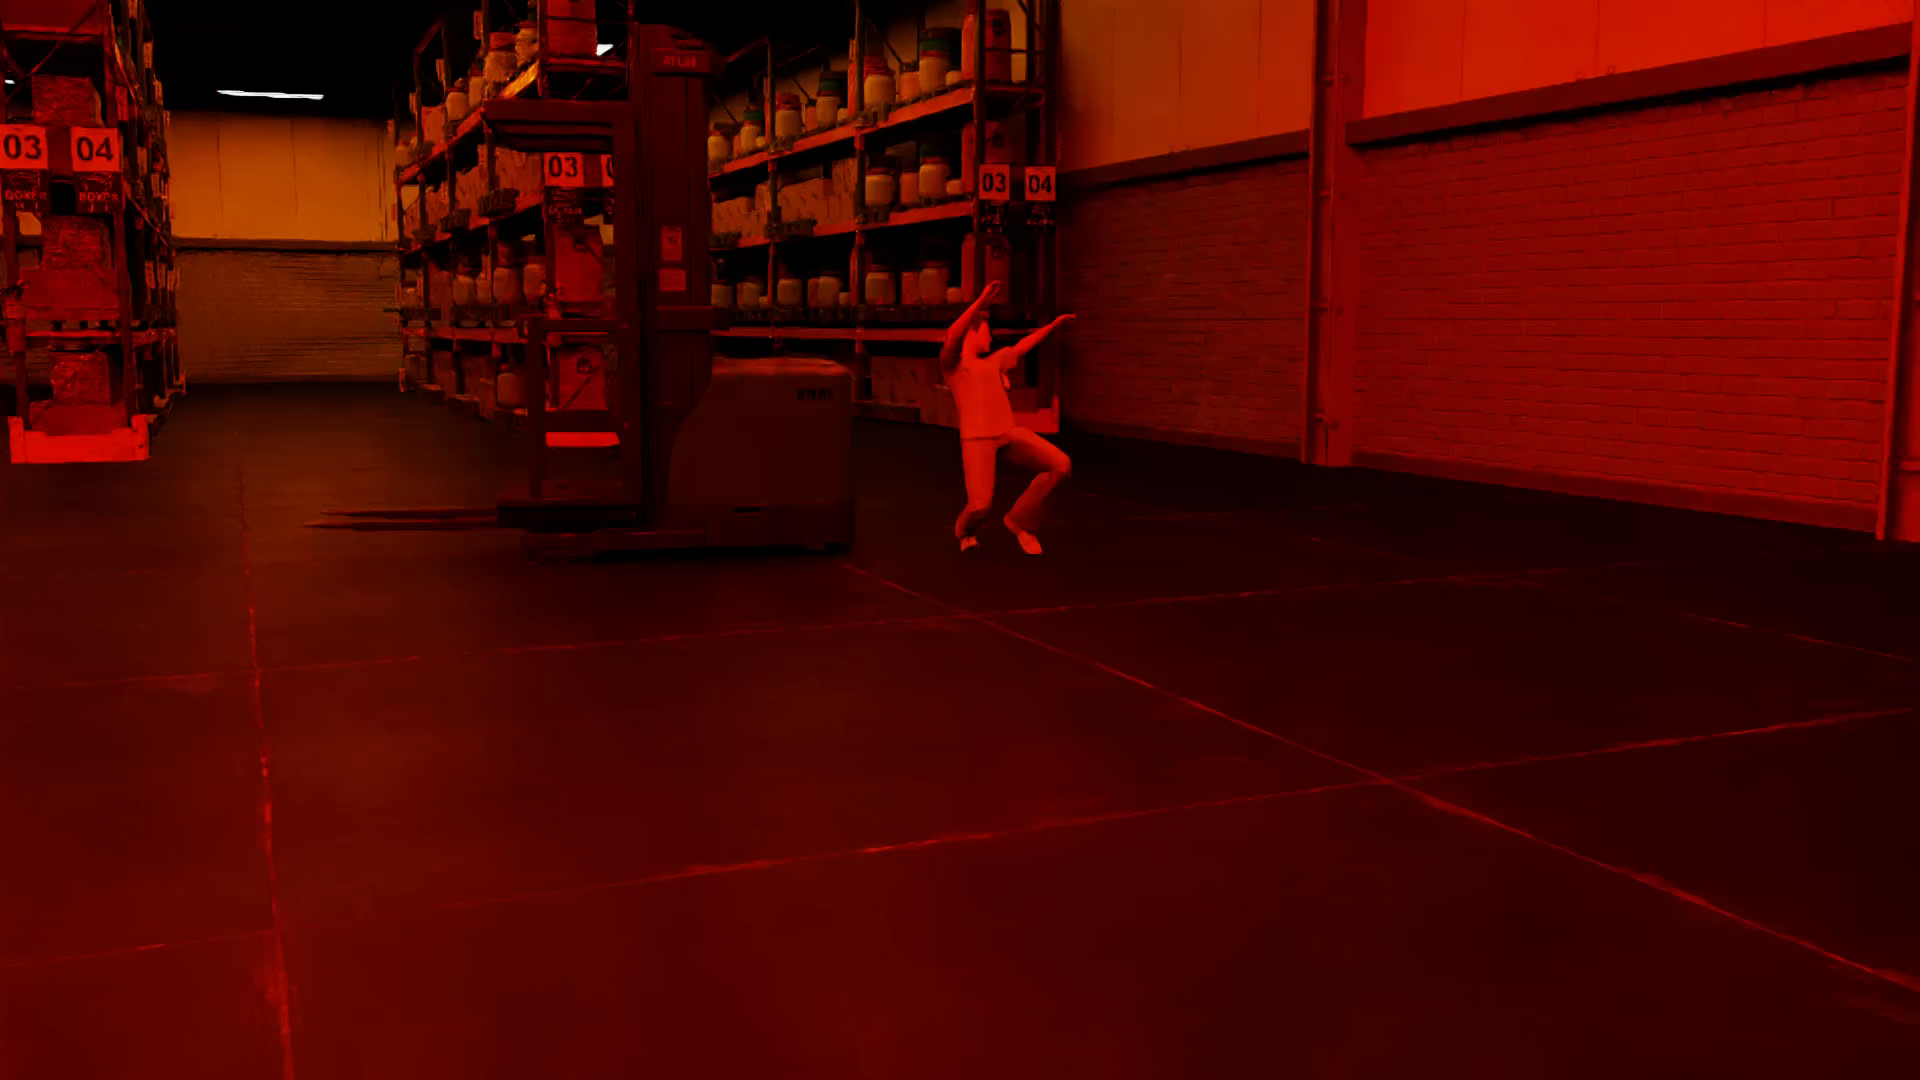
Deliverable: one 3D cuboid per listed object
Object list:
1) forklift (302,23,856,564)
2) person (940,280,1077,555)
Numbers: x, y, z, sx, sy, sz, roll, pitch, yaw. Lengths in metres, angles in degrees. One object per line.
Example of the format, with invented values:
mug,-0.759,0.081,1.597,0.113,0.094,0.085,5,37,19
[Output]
forklift,-2.174,-1.396,9.532,3.031,2.935,1.130,-2,8,-12
person,0.349,-0.693,9.524,0.969,1.561,0.787,-5,9,-32
